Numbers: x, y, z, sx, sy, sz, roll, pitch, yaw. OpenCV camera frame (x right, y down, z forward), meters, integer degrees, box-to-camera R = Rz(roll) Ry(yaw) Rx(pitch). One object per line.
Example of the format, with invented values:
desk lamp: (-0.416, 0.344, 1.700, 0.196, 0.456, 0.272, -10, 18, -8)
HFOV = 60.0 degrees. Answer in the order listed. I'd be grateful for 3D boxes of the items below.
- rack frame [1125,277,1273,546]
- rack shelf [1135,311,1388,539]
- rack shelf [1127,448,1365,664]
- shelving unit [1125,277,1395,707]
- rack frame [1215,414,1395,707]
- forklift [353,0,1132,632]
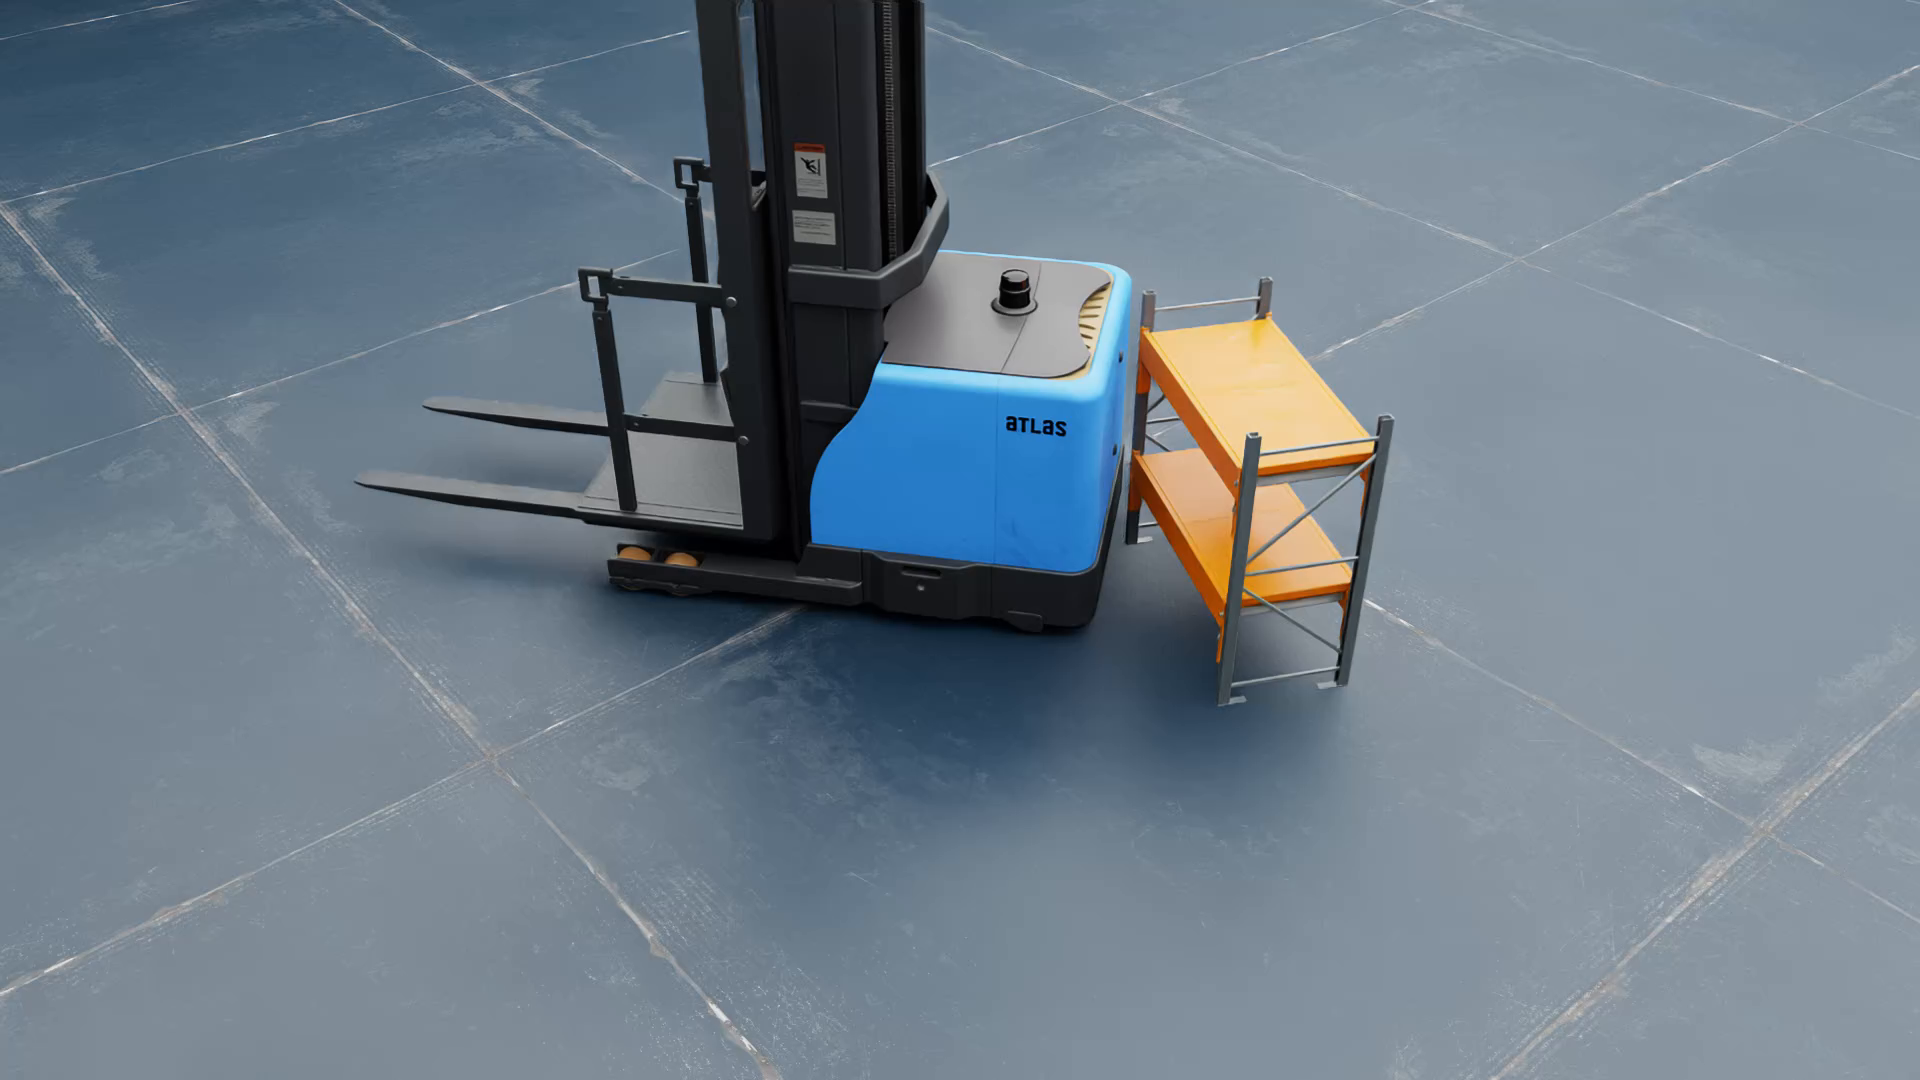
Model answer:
rack frame: (0.915, -0.478, 6.452, 0.500, 1.125, 0.032, -8, 36, -11)
rack shelf: (1.035, -0.431, 5.879, 0.538, 0.278, 1.000, -8, 36, -11)
rack shelf: (1.035, 0.007, 6.190, 0.538, 0.278, 1.000, -8, 36, -11)
shelving unit: (1.035, -0.193, 6.049, 0.538, 1.125, 1.048, -8, 36, -11)
rack frame: (1.155, 0.093, 5.646, 0.500, 1.125, 0.032, -8, 36, -11)
forklift: (-0.897, -1.271, 6.008, 3.031, 2.935, 1.130, 7, 36, 9)
